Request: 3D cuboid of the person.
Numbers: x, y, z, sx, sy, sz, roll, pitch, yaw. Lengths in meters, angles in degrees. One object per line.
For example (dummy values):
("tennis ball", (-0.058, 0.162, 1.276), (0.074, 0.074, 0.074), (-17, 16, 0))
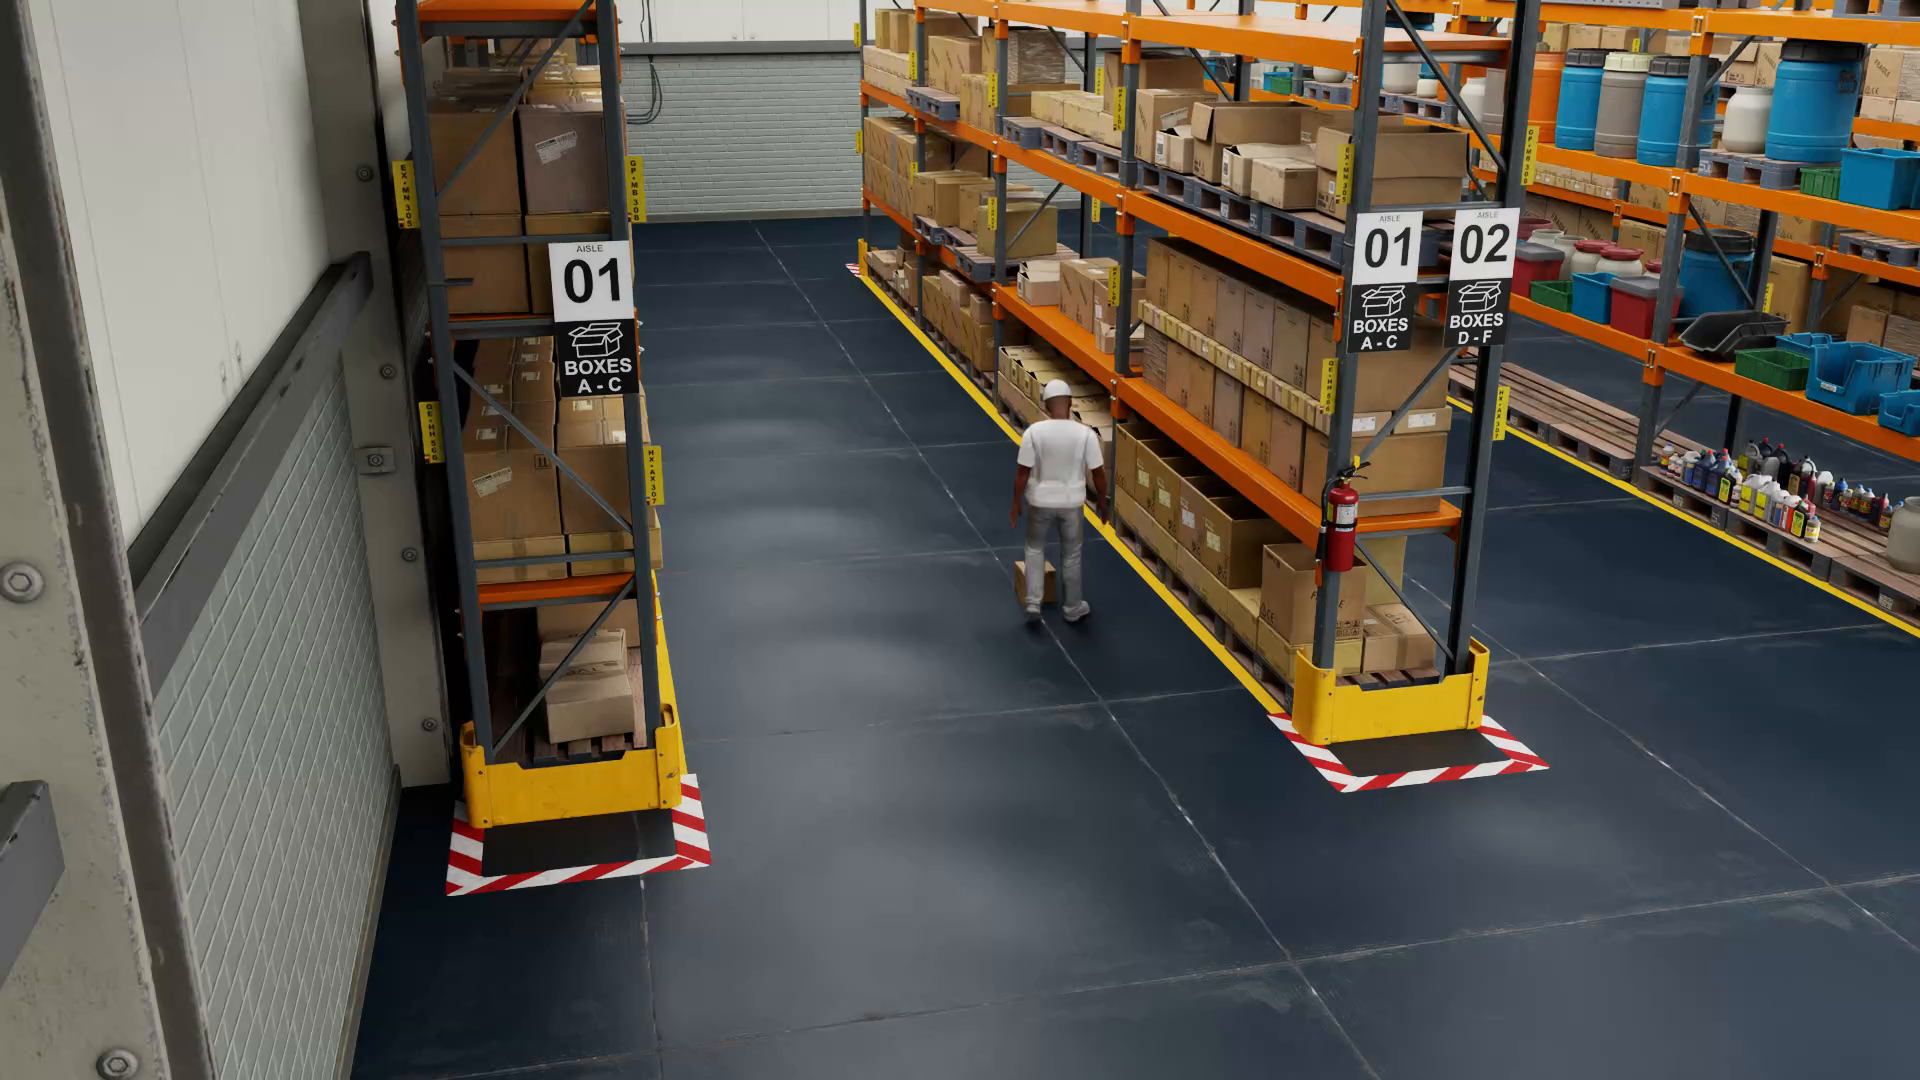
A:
("person", (0.703, -0.261, 11.737), (0.695, 1.779, 0.446), (2, 20, 5))
